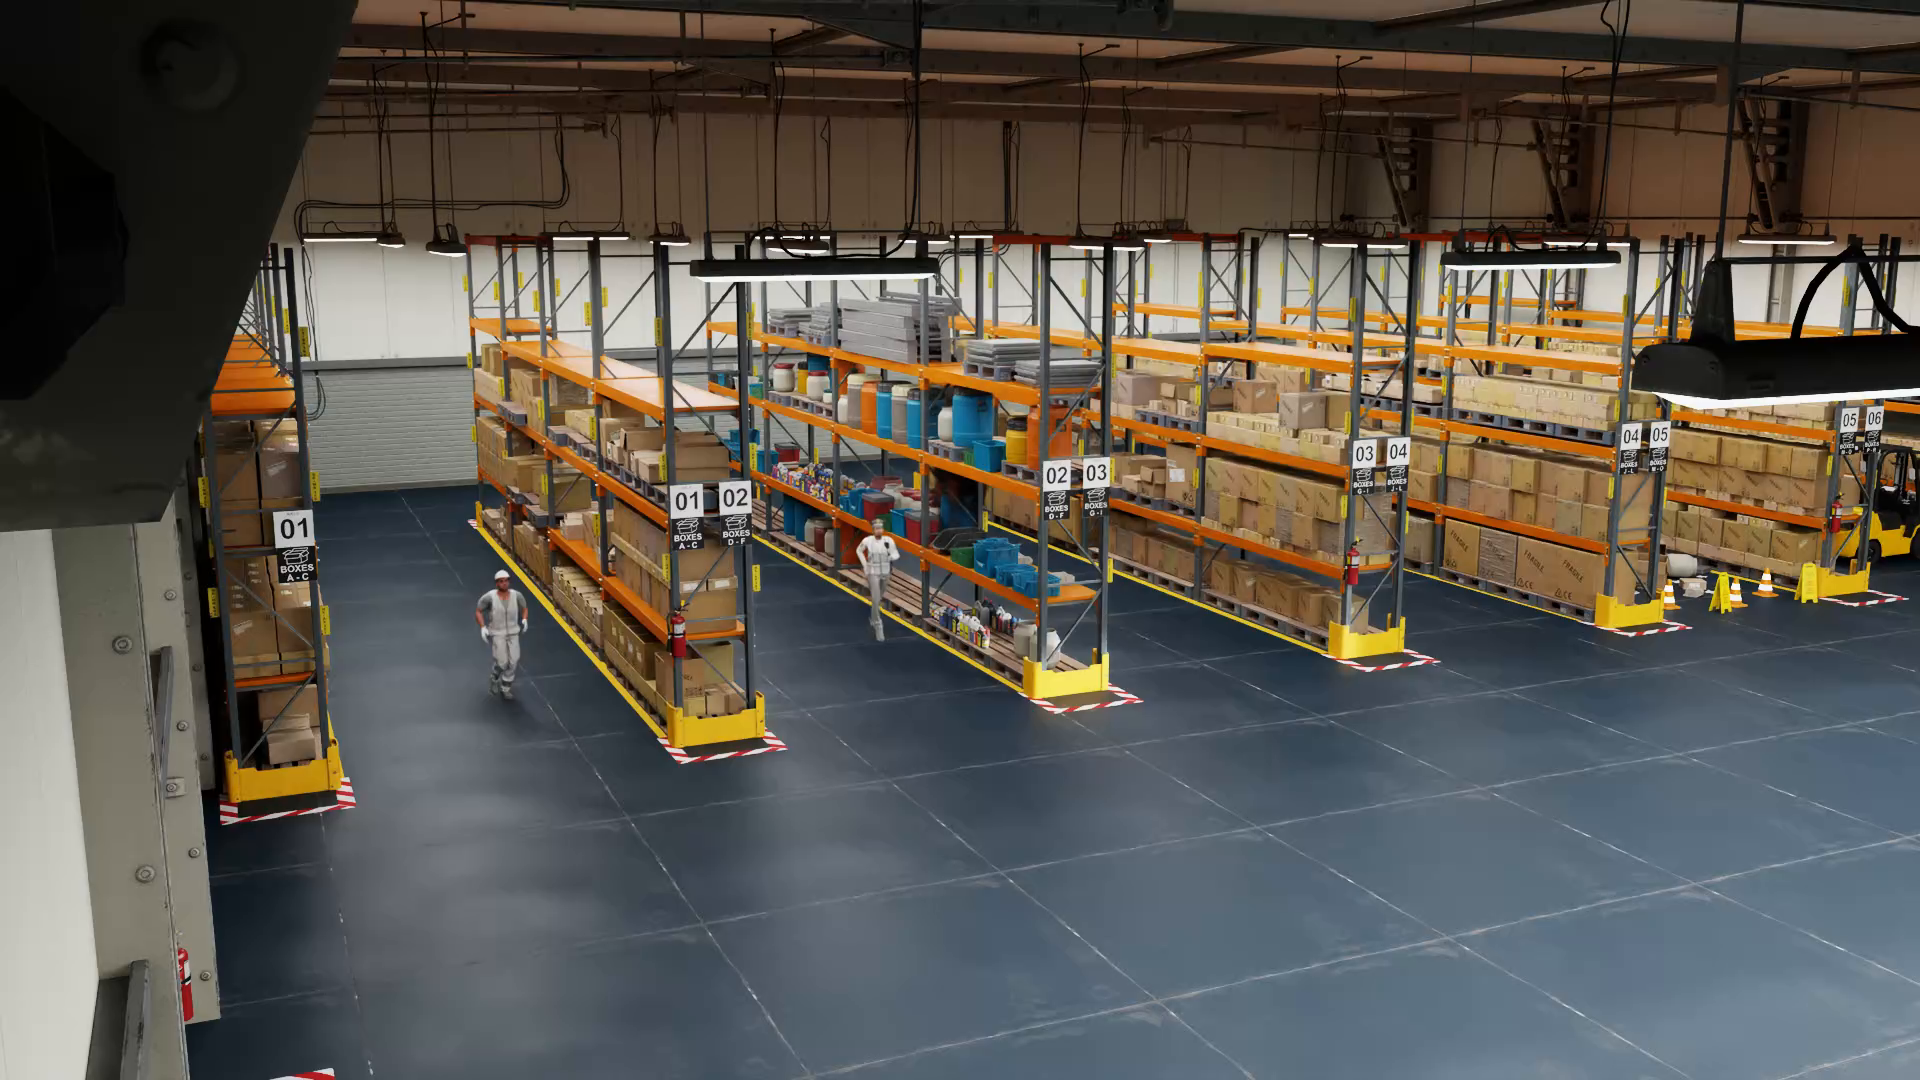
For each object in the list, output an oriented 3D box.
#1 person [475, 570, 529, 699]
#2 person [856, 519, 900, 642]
[{"bbox_3d":[-6.014,1.259,22.032,0.668,1.749,0.583,-7,13,-32],"label":"person"},{"bbox_3d":[-1.179,0.541,24.429,0.584,1.777,0.731,-4,12,-20],"label":"person"}]
